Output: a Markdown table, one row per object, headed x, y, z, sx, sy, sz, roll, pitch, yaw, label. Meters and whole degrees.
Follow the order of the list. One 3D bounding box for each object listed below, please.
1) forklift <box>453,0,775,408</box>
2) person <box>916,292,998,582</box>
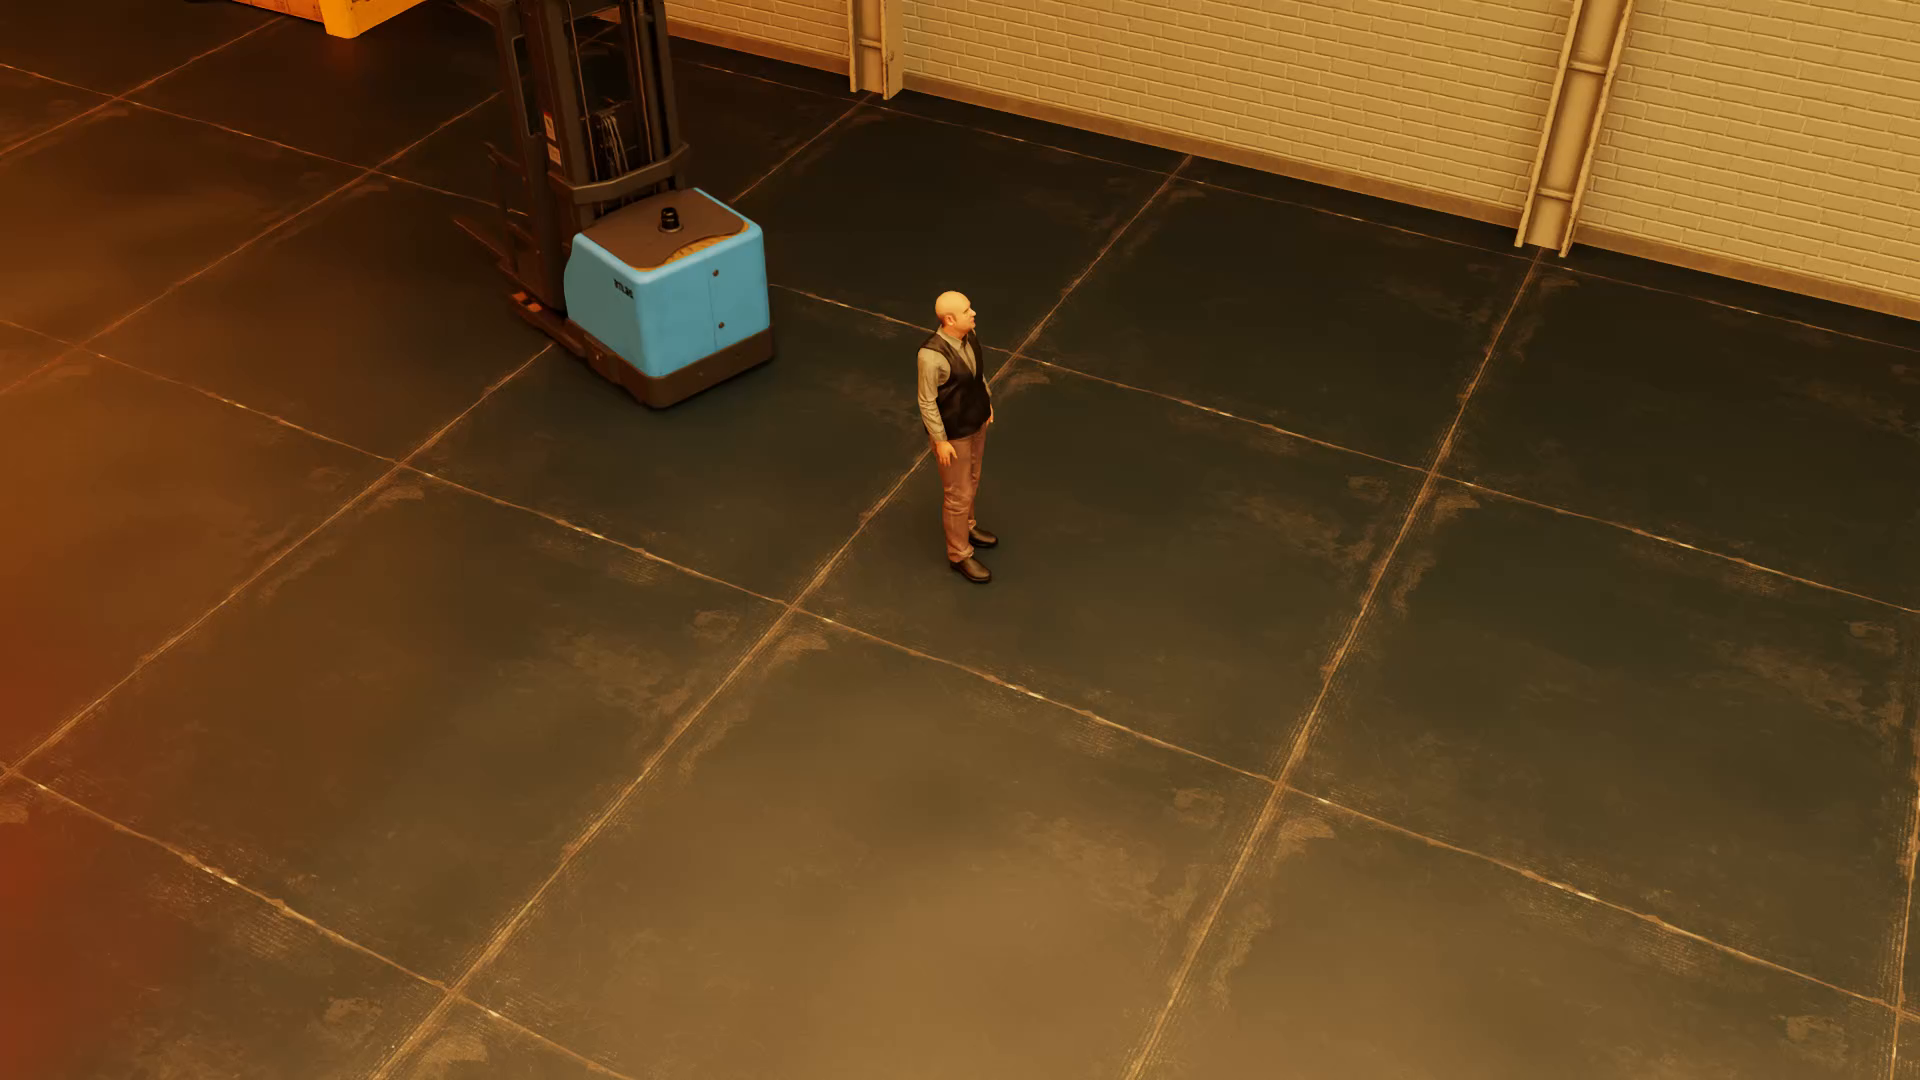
| x | y | z | sx | sy | sz | roll | pitch | yaw | label |
| --- | --- | --- | --- | --- | --- | --- | --- | --- | --- |
| -2.666 | -2.876 | 11.401 | 1.130 | 2.935 | 3.031 | -30 | 49 | -31 | forklift |
| 0.053 | -0.641 | 9.676 | 0.566 | 1.722 | 0.633 | 18 | 43 | 21 | person |
